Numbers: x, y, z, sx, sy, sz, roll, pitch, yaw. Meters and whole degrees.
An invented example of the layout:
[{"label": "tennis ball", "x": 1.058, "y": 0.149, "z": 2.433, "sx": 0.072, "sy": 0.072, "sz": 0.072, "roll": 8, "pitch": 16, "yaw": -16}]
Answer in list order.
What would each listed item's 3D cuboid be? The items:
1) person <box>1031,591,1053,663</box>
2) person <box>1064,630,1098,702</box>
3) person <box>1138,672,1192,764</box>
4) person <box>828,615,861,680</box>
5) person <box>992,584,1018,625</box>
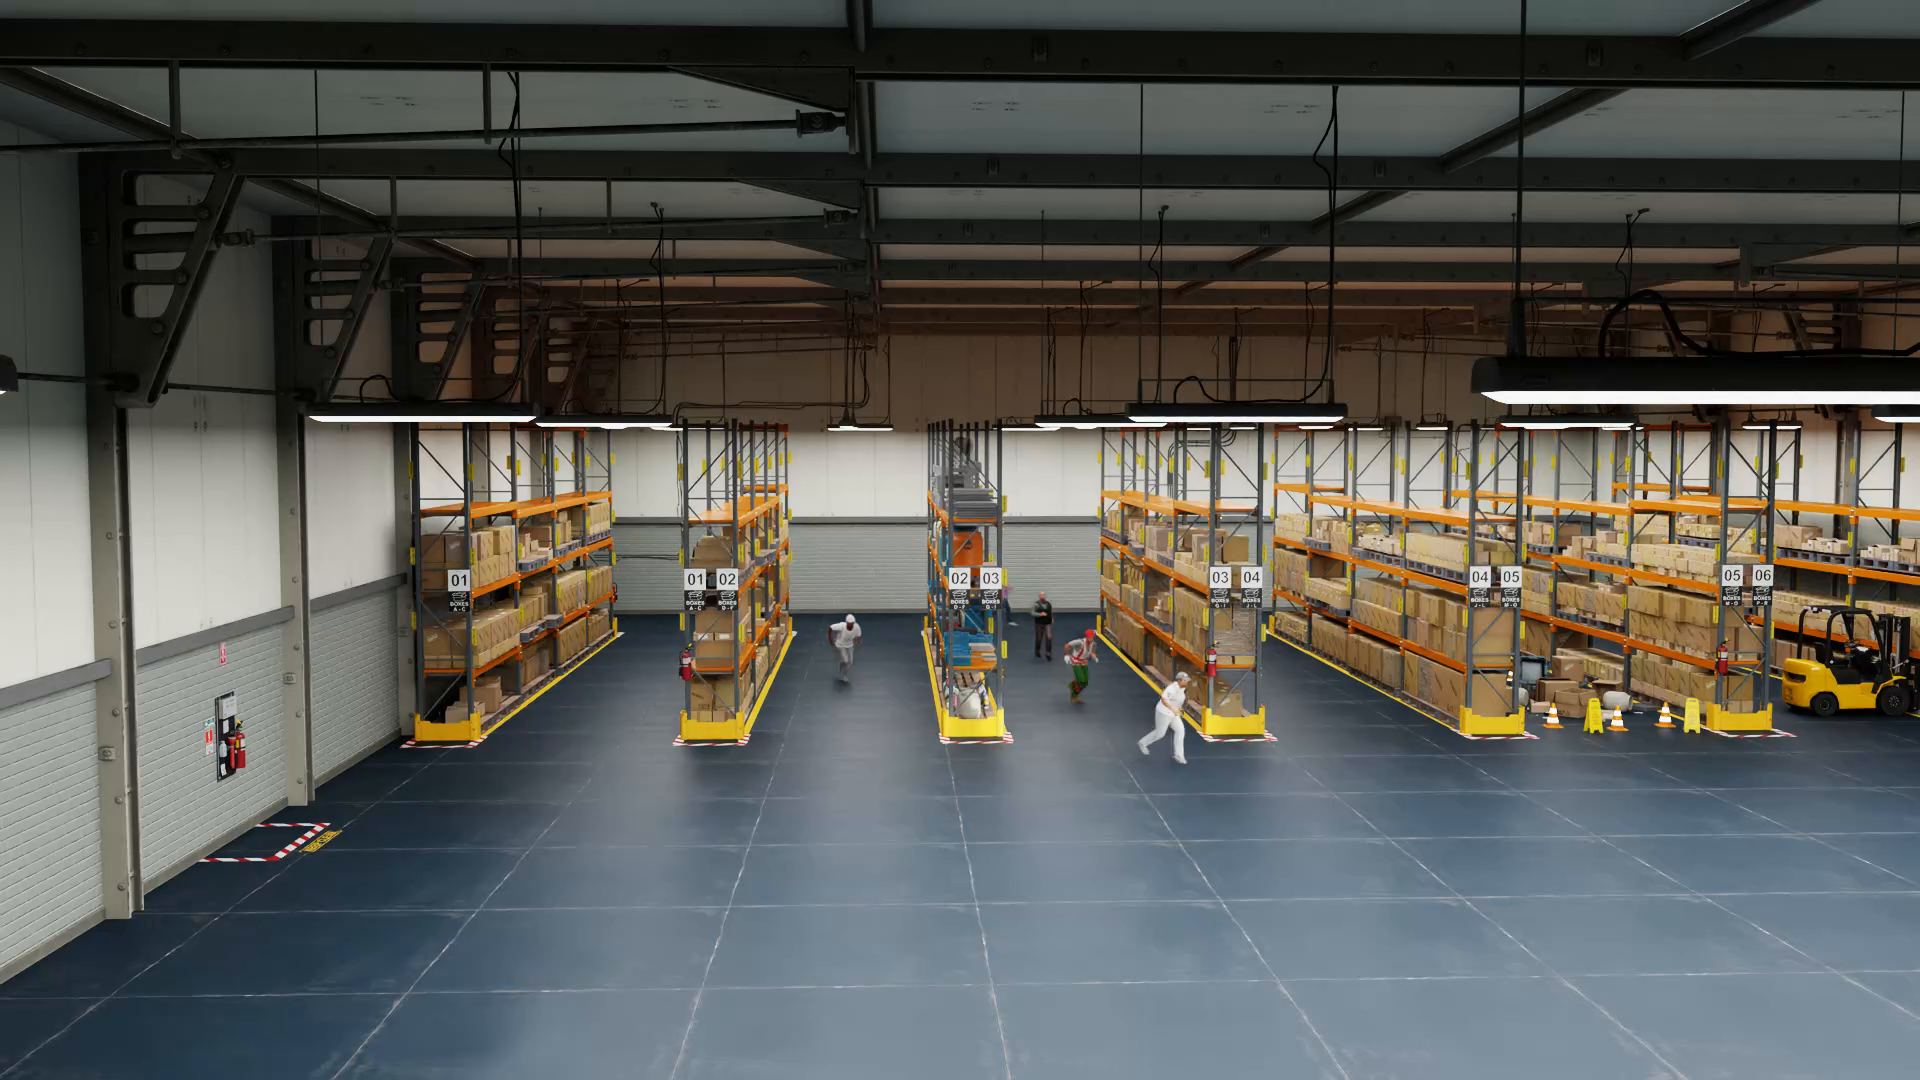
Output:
[{"label": "person", "x": 2.076, "y": 2.176, "z": 41.923, "sx": 0.642, "sy": 1.772, "sz": 0.791, "roll": -1, "pitch": 4, "yaw": -13}, {"label": "person", "x": 2.562, "y": 2.673, "z": 35.307, "sx": 0.694, "sy": 1.590, "sz": 0.828, "roll": -2, "pitch": 4, "yaw": -33}, {"label": "person", "x": 3.596, "y": 3.089, "z": 29.131, "sx": 1.028, "sy": 1.628, "sz": 0.641, "roll": 2, "pitch": 4, "yaw": 33}, {"label": "person", "x": -2.652, "y": 2.483, "z": 38.272, "sx": 0.735, "sy": 1.578, "sz": 0.837, "roll": -2, "pitch": 4, "yaw": -25}, {"label": "person", "x": 1.275, "y": 1.742, "z": 49.497, "sx": 0.891, "sy": 1.581, "sz": 0.539, "roll": 0, "pitch": 4, "yaw": 7}]
